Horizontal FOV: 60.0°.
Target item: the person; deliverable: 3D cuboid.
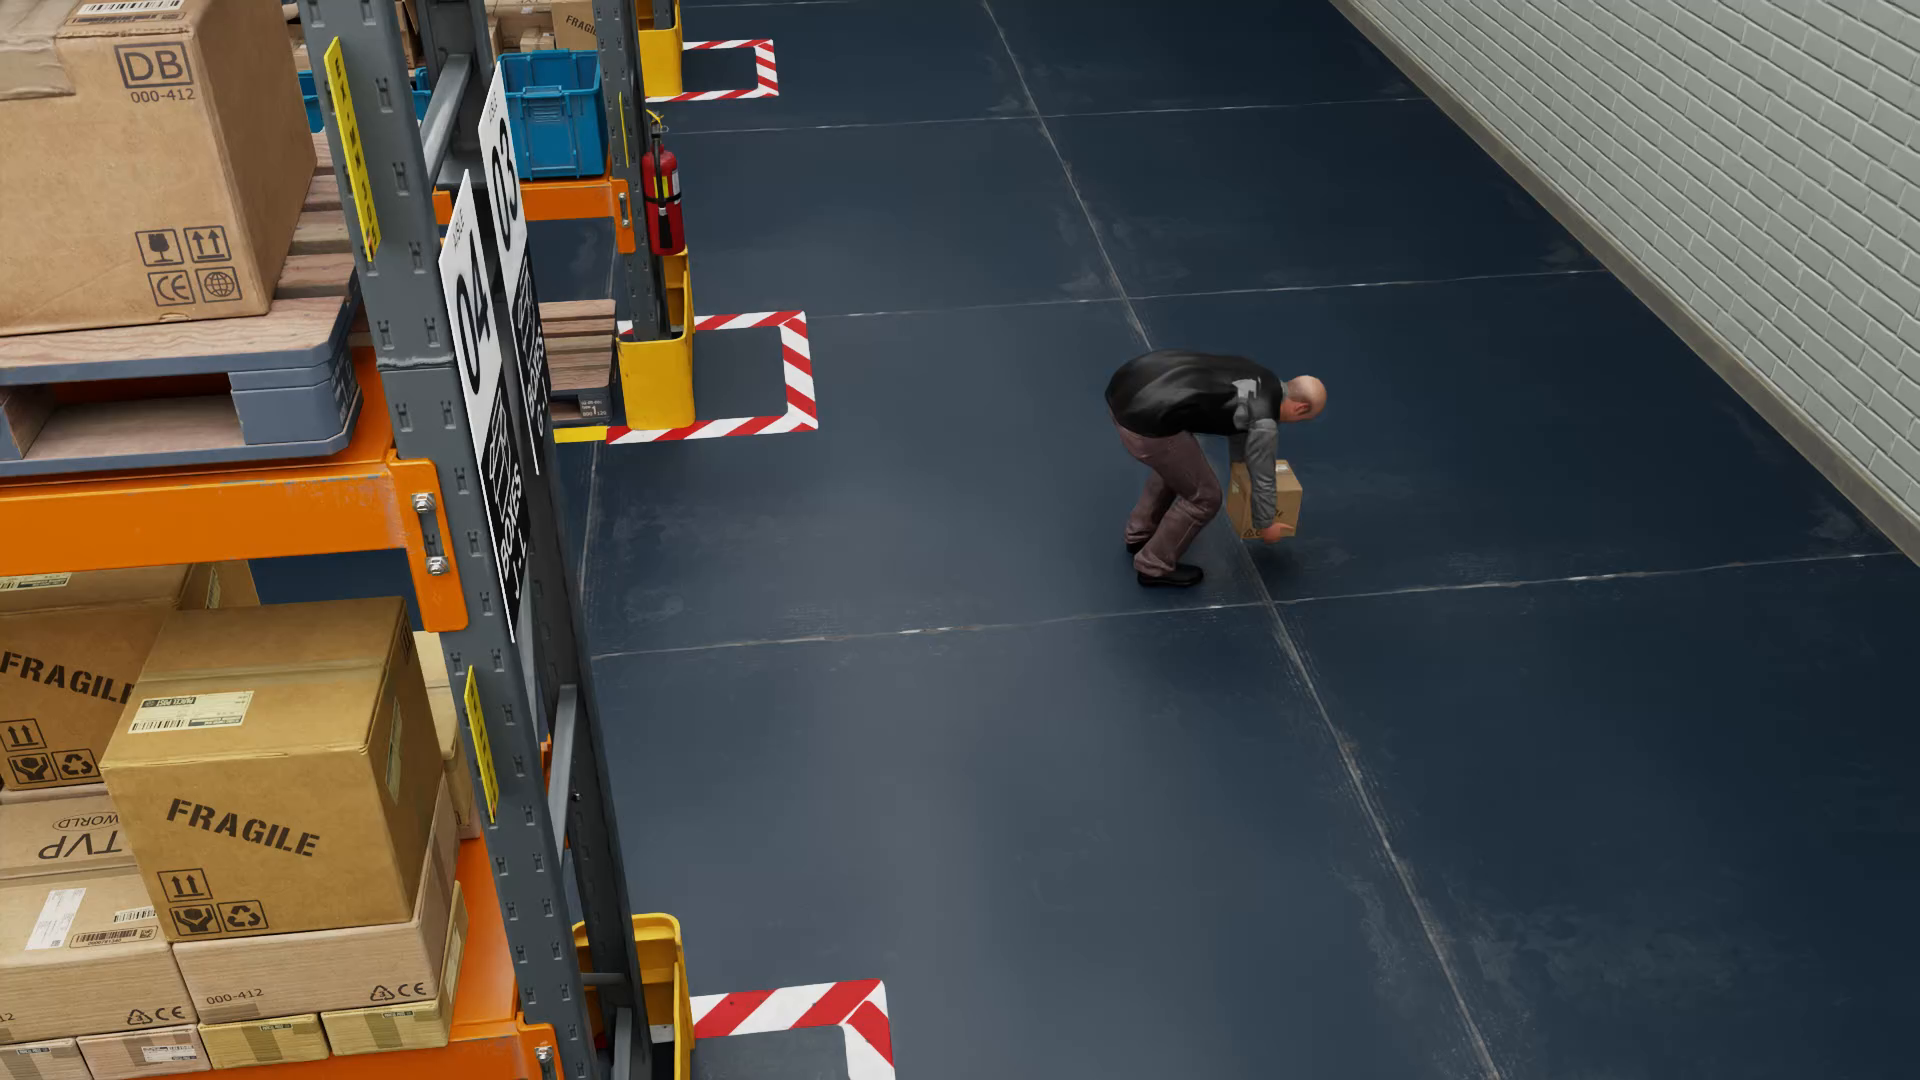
[{"bbox_3d":[1.103,-0.353,7.256,0.958,1.065,0.489,-6,35,-8],"label":"person"}]
